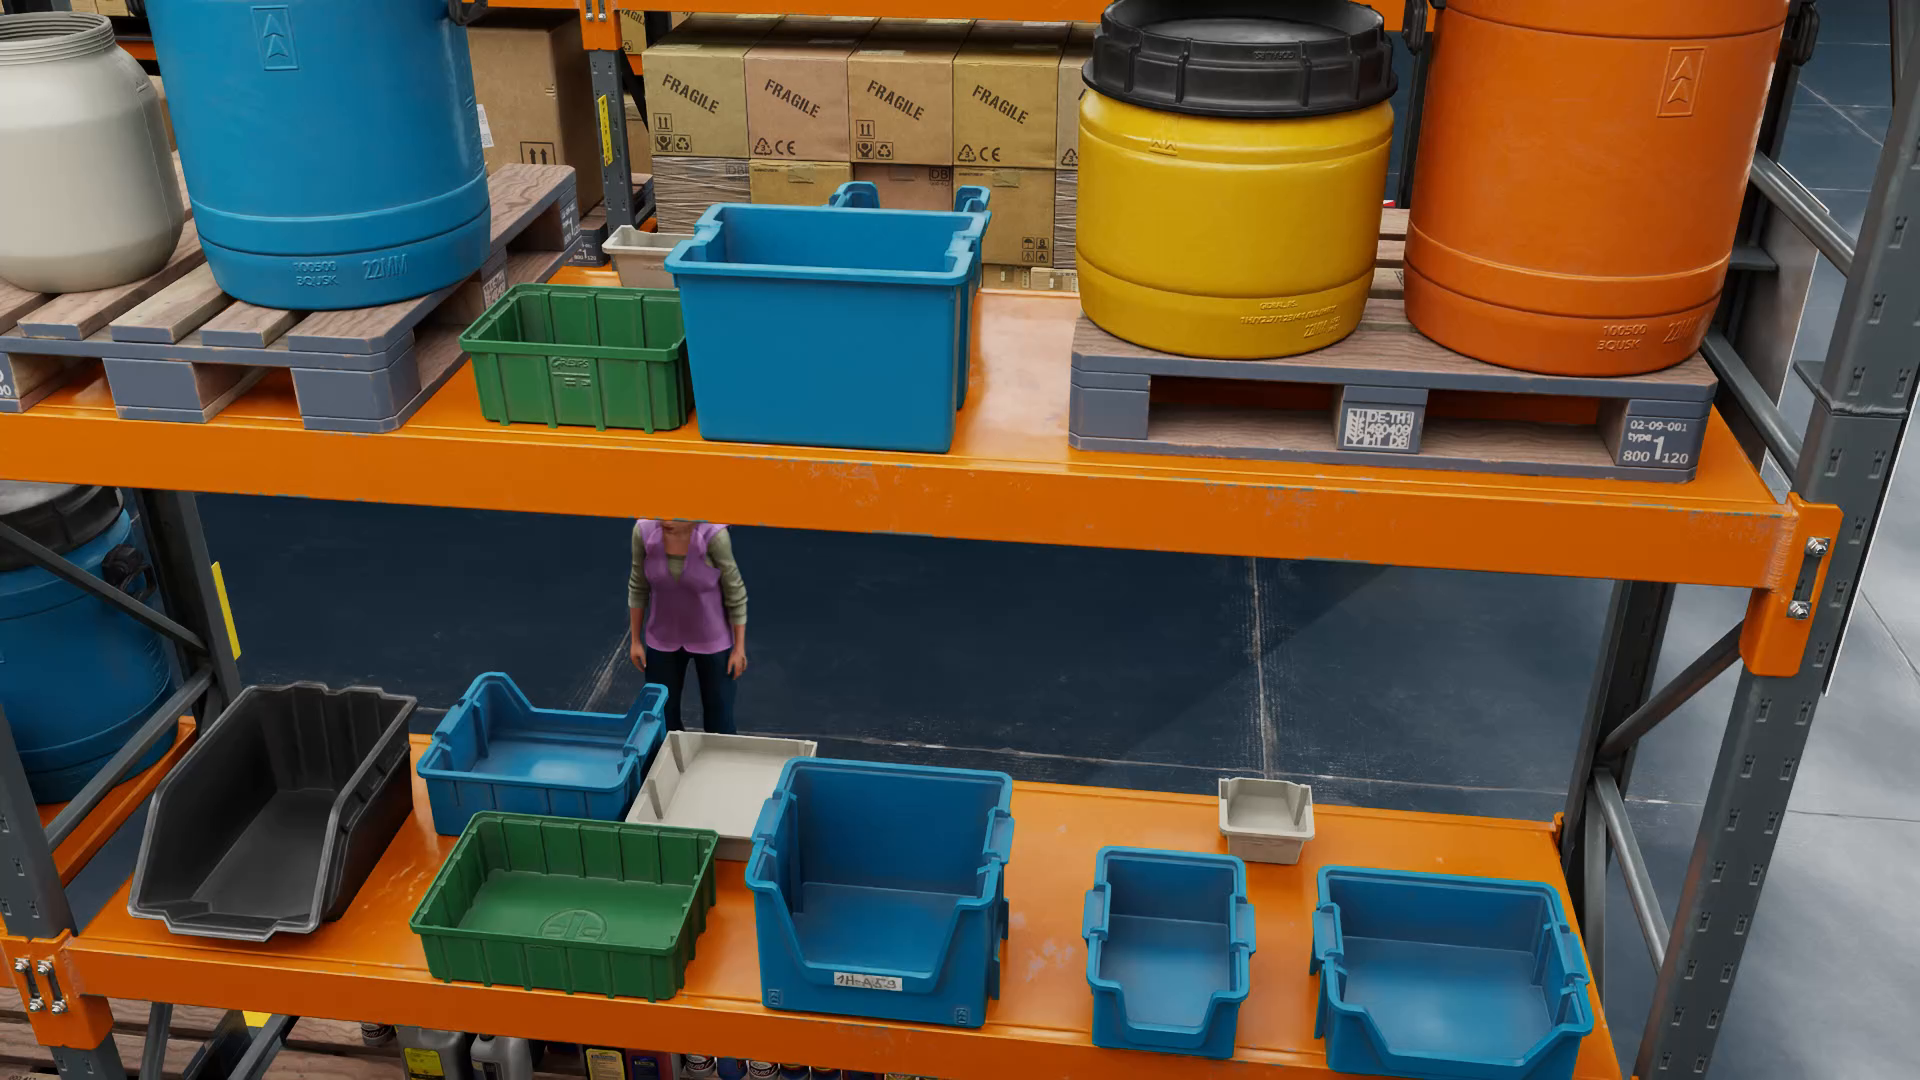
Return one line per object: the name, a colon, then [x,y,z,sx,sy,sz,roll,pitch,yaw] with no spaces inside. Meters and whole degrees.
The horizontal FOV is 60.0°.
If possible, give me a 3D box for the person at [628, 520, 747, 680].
person: [-1.039,0.414,6.381,0.465,1.593,0.332,3,29,6]
